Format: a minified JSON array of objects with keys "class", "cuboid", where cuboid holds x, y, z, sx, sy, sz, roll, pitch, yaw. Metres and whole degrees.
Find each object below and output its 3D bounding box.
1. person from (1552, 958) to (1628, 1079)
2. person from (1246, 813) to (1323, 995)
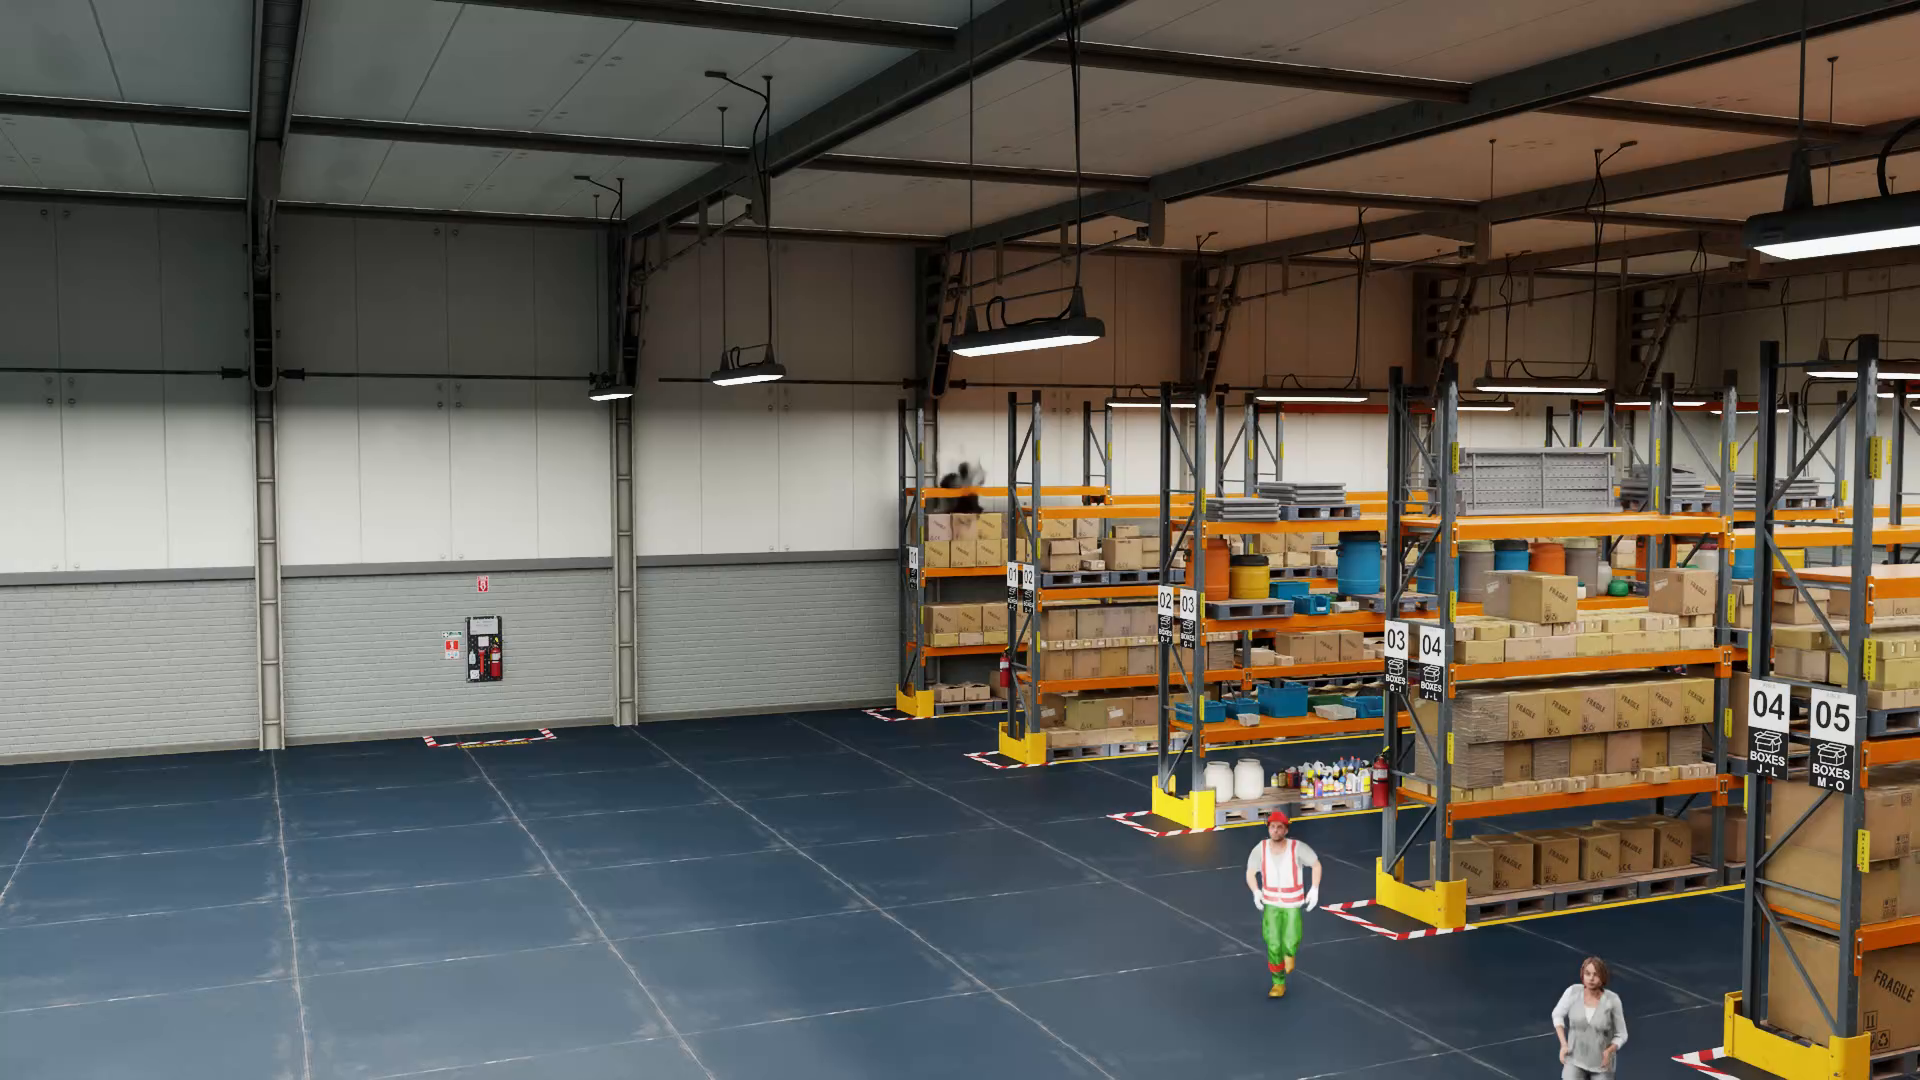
[{"class":"person","cuboid":[4.363,3.687,11.567,0.515,1.576,0.638,2,4,26]},{"class":"person","cuboid":[2.975,3.389,15.335,0.691,1.734,0.682,1,4,18]}]
